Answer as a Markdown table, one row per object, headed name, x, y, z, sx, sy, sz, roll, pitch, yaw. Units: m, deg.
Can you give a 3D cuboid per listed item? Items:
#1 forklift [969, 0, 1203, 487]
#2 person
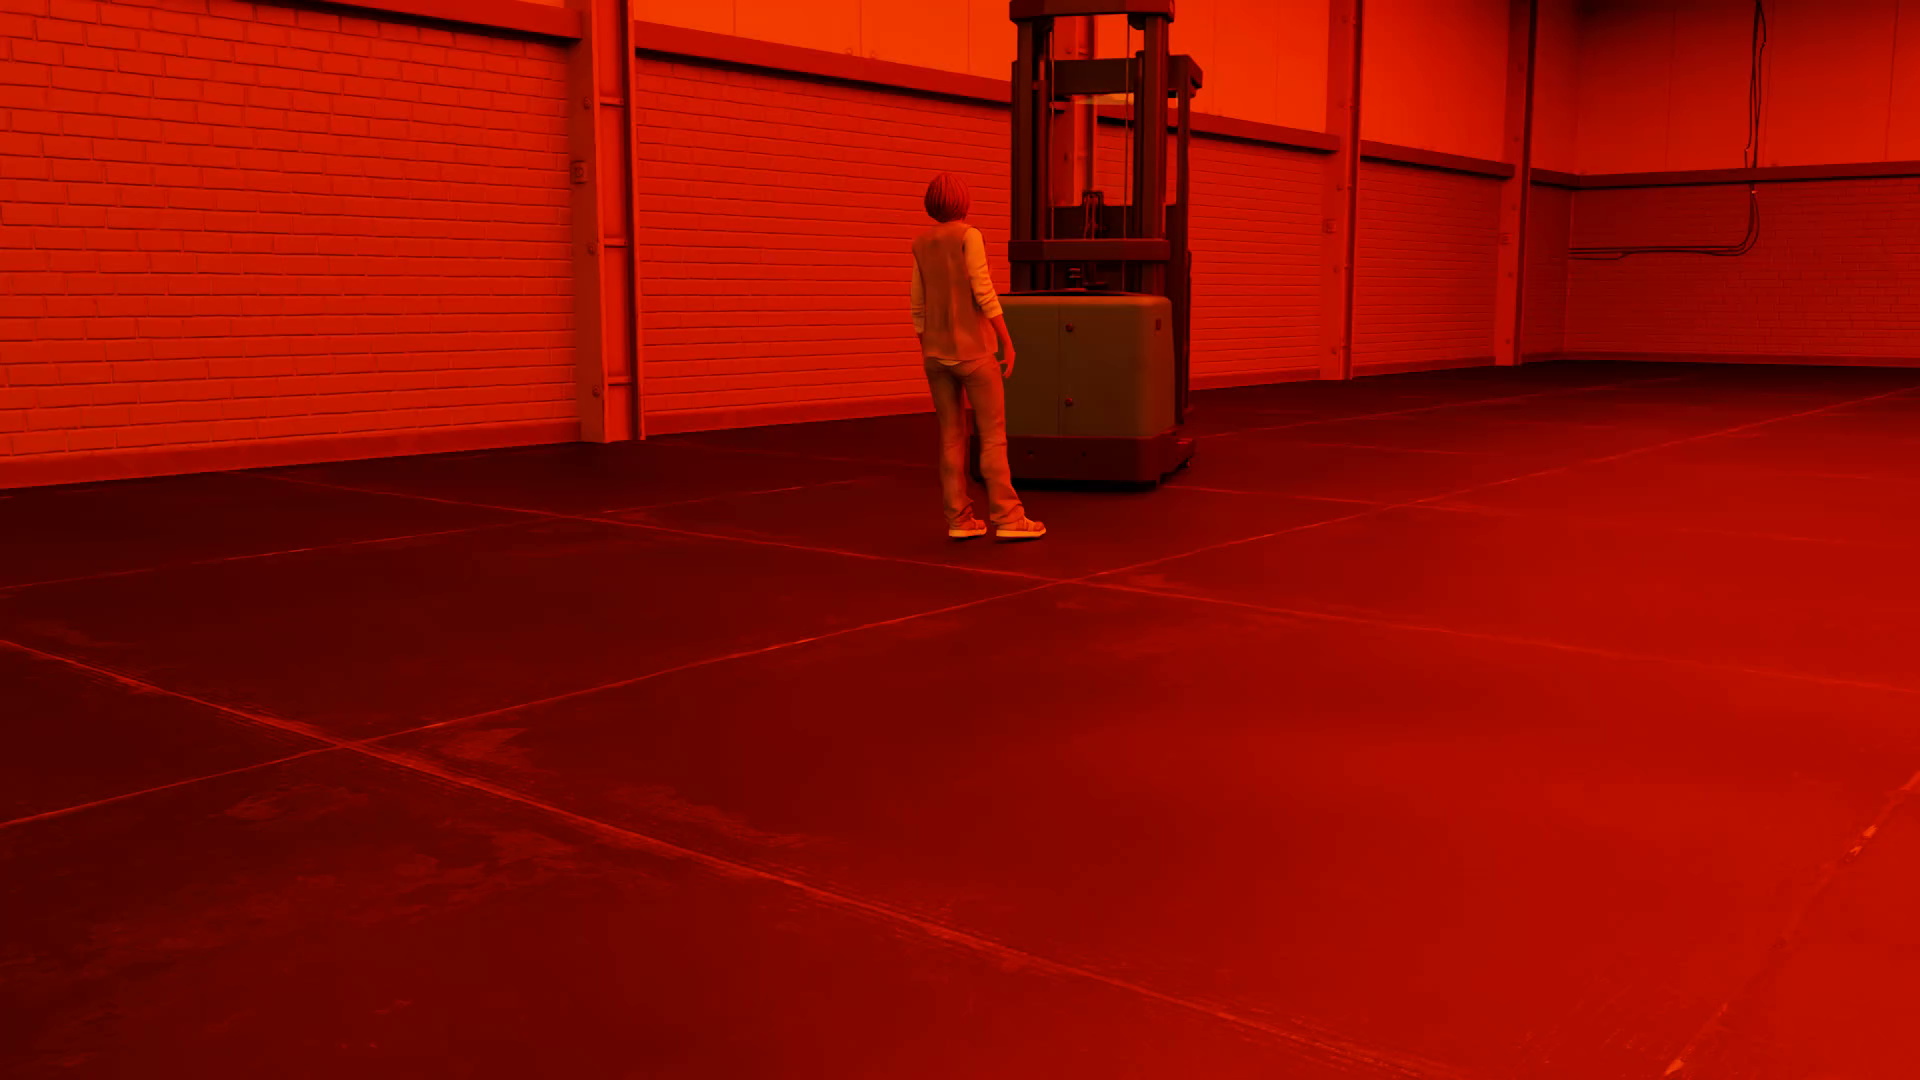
| name | x | y | z | sx | sy | sz | roll | pitch | yaw |
| --- | --- | --- | --- | --- | --- | --- | --- | --- | --- |
| forklift | 0.912 | -1.924 | 10.433 | 1.130 | 2.935 | 3.031 | 2 | 9 | 14 |
| person | 0.058 | -0.804 | 7.337 | 0.521 | 1.599 | 0.473 | 7 | 11 | 38 |
